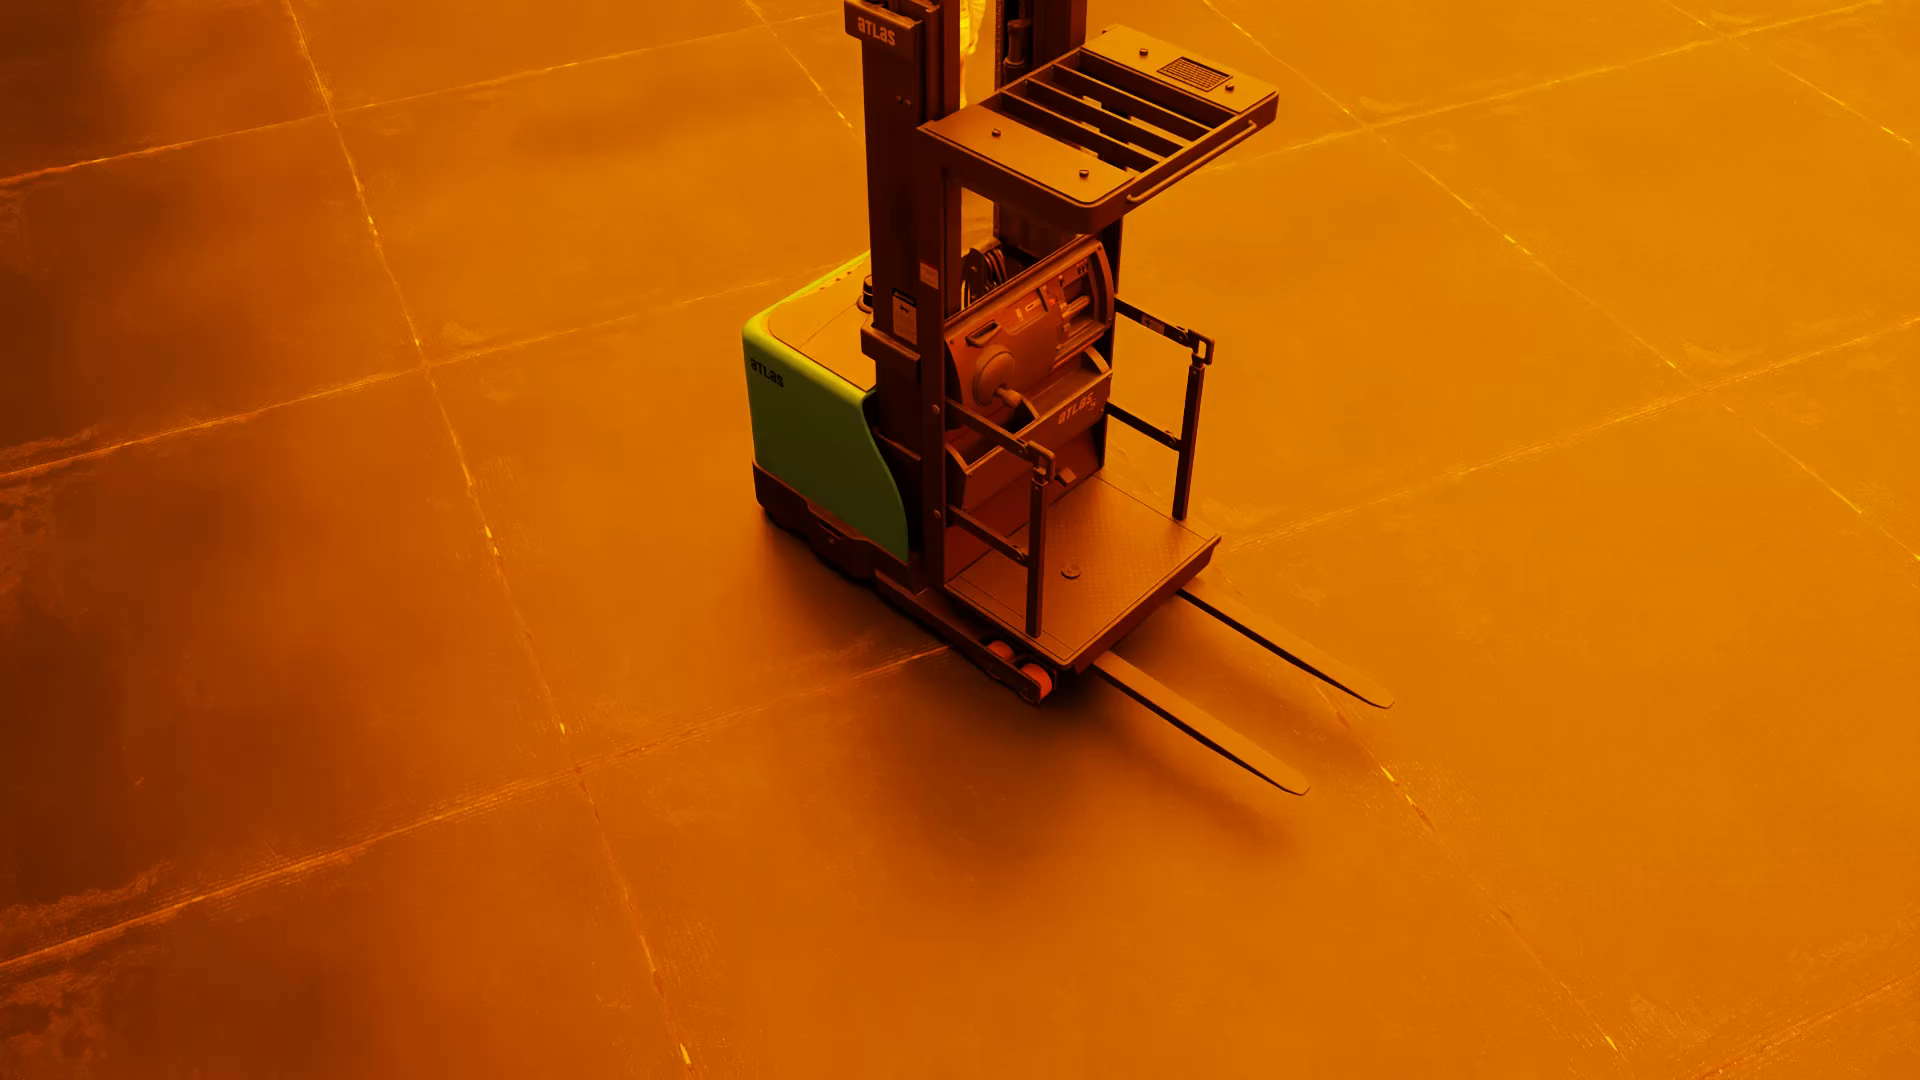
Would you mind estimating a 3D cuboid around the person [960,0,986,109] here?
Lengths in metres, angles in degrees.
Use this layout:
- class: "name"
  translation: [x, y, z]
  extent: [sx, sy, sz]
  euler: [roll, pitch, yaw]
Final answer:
- class: "person"
  translation: [-0.142, -2.896, 9.705]
  extent: [0.569, 1.710, 0.444]
  euler: [-18, 46, -18]

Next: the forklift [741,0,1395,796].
- class: "forklift"
  translation: [0.445, -0.788, 6.525]
  extent: [3.031, 2.935, 1.130]
  euler: [32, 52, 30]
